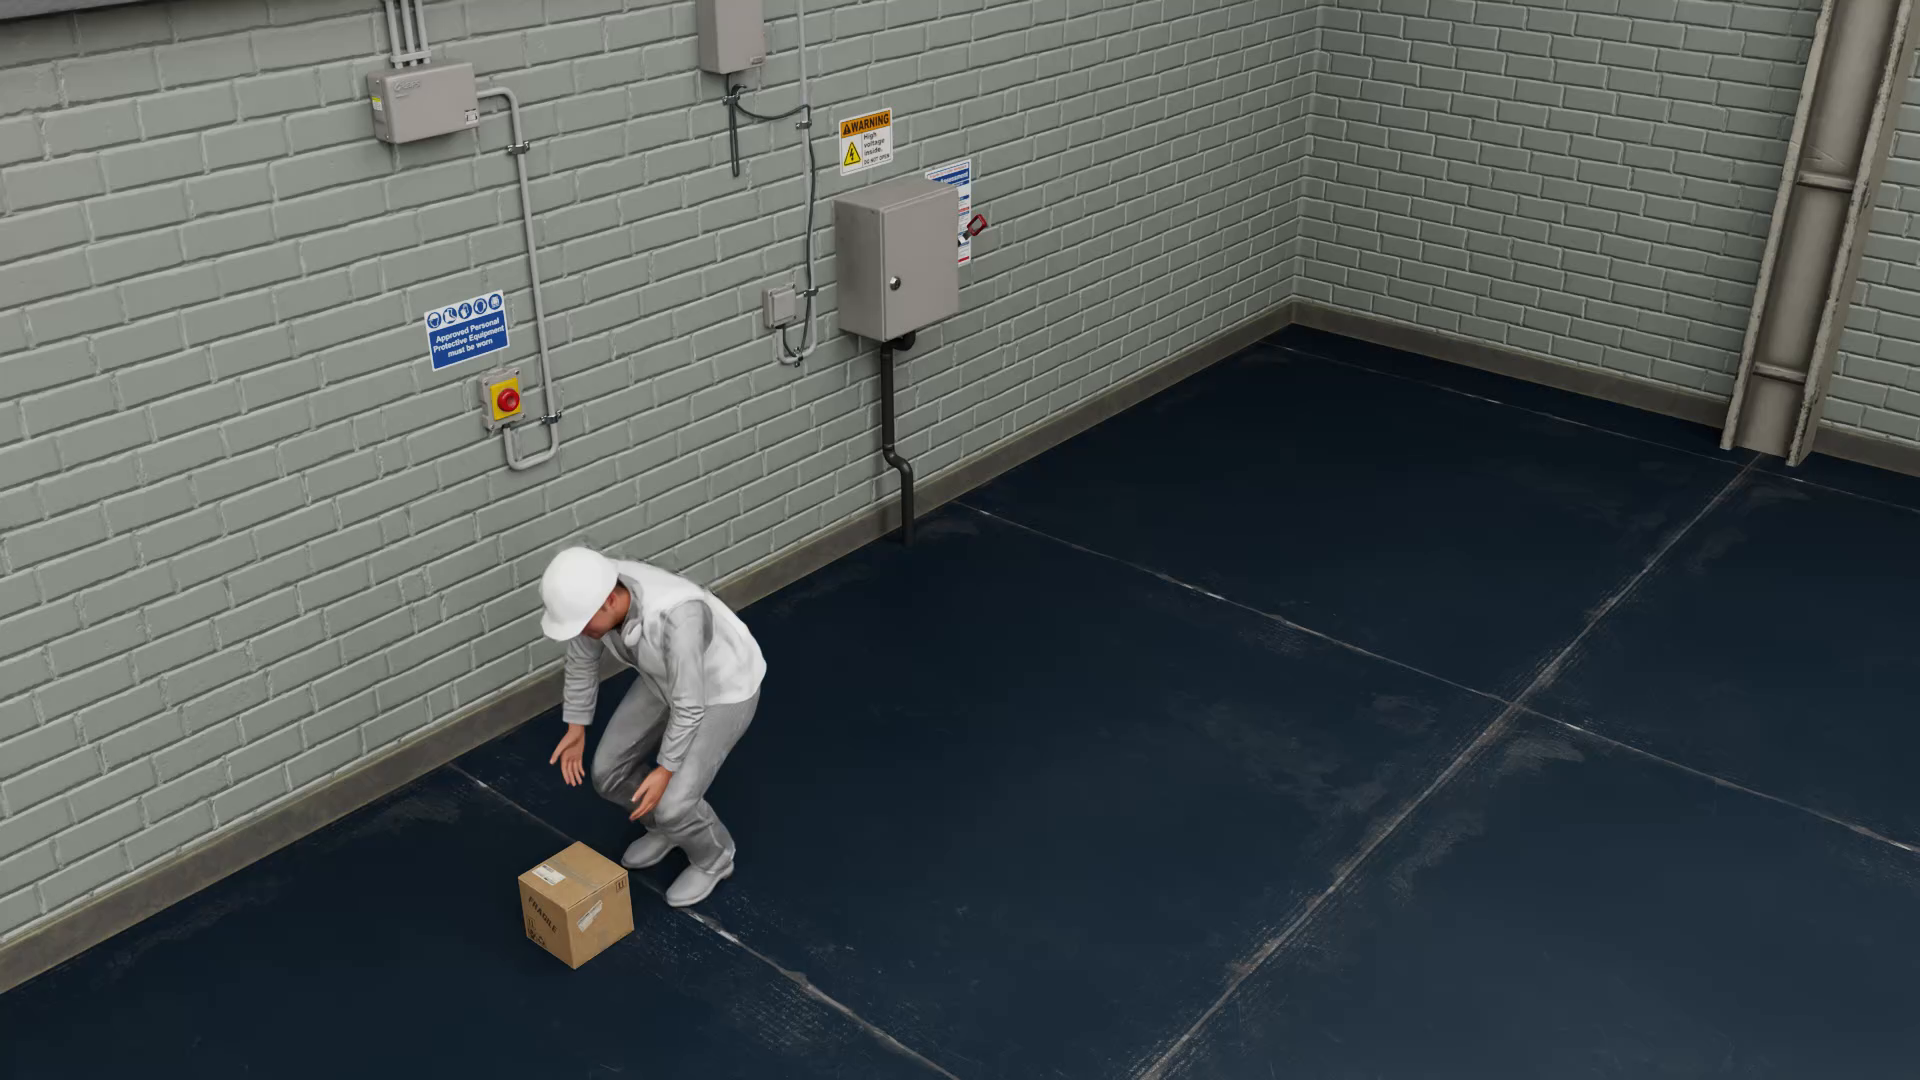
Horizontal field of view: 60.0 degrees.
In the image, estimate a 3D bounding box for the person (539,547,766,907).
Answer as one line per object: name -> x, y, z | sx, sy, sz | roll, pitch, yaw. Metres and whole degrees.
person -> -0.977, 0.557, 5.430 | 0.590, 1.390, 0.785 | 21, 34, 35
